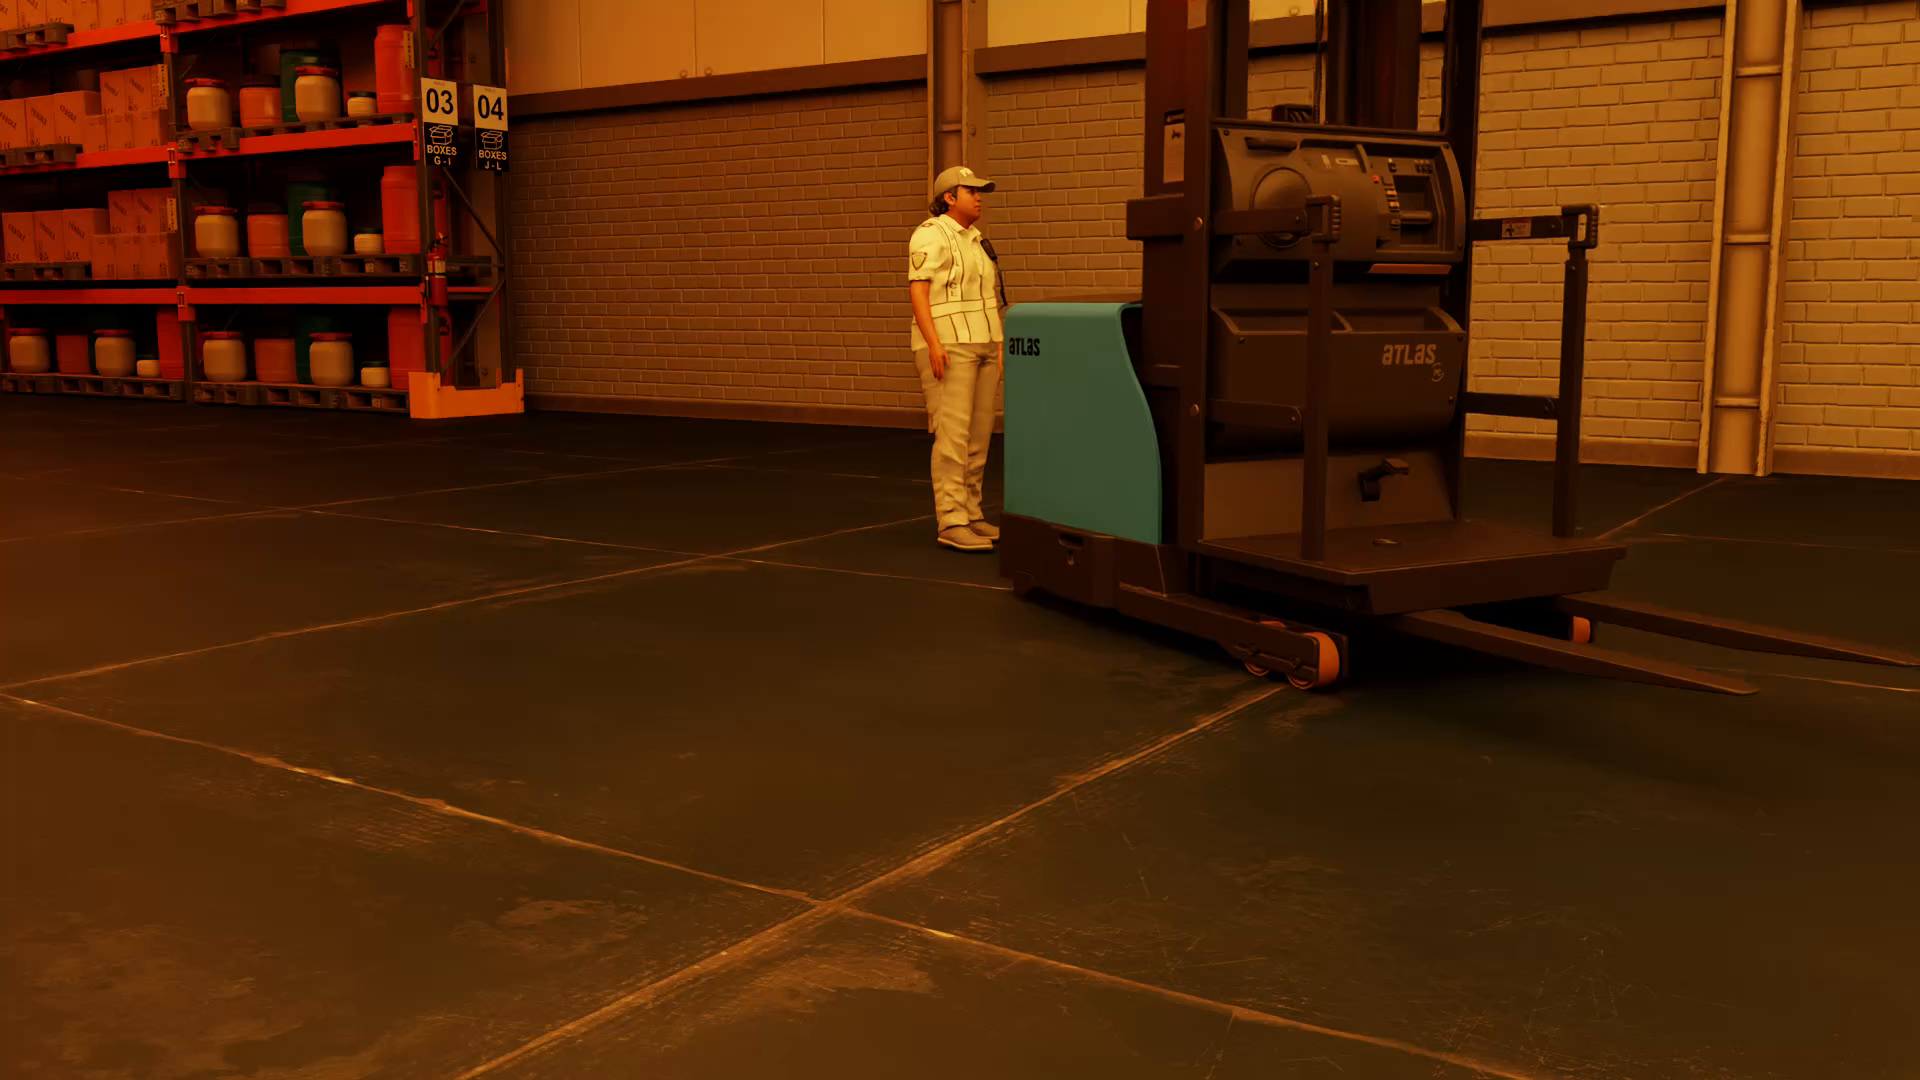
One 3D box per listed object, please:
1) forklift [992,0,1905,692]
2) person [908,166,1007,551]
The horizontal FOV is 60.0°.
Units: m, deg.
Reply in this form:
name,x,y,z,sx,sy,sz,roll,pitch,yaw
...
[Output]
name,x,y,z,sx,sy,sz,roll,pitch,yaw
forklift,1.267,-1.109,4.993,1.130,2.935,3.031,-4,9,-28
person,0.051,-0.824,7.424,0.529,1.670,0.598,5,10,34
